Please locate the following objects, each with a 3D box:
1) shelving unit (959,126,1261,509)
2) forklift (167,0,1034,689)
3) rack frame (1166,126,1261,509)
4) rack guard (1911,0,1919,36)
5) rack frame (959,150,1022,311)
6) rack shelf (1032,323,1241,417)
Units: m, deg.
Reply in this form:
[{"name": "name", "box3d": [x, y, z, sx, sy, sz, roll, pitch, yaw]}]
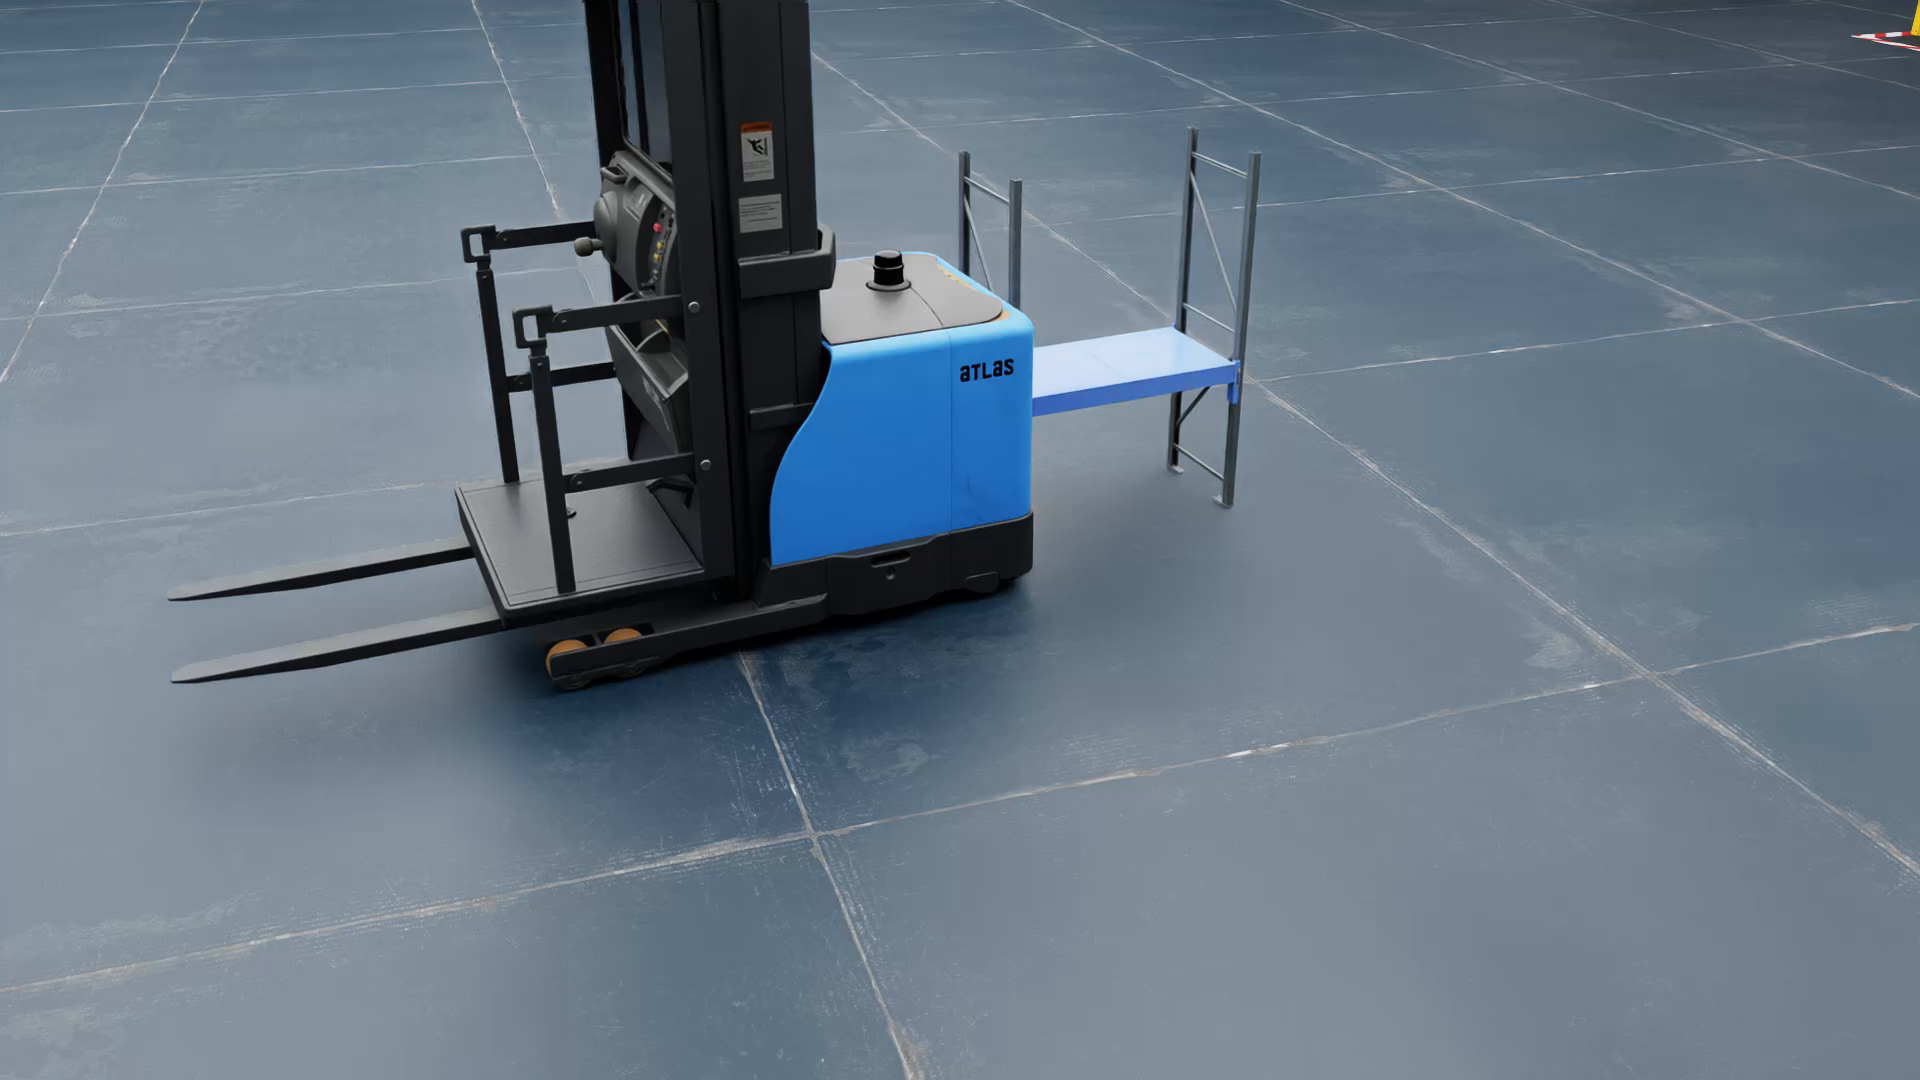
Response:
[{"name": "shelving unit", "box3d": [0.574, -0.817, 6.708, 1.048, 1.500, 0.538, -11, 29, -21]}, {"name": "forklift", "box3d": [-1.283, -1.067, 5.603, 3.031, 2.935, 1.130, -11, 29, -21]}, {"name": "rack frame", "box3d": [1.038, -0.909, 6.894, 0.032, 1.500, 0.500, -11, 29, -21]}, {"name": "rack guard", "box3d": [10.301, -5.321, 16.905, 0.348, 0.500, 1.175, -8, 28, -16]}, {"name": "rack frame", "box3d": [0.109, -0.724, 6.522, 0.032, 1.500, 0.500, -11, 29, -21]}, {"name": "rack shelf", "box3d": [0.574, -0.655, 6.788, 1.000, 0.185, 0.538, -11, 29, -21]}]
